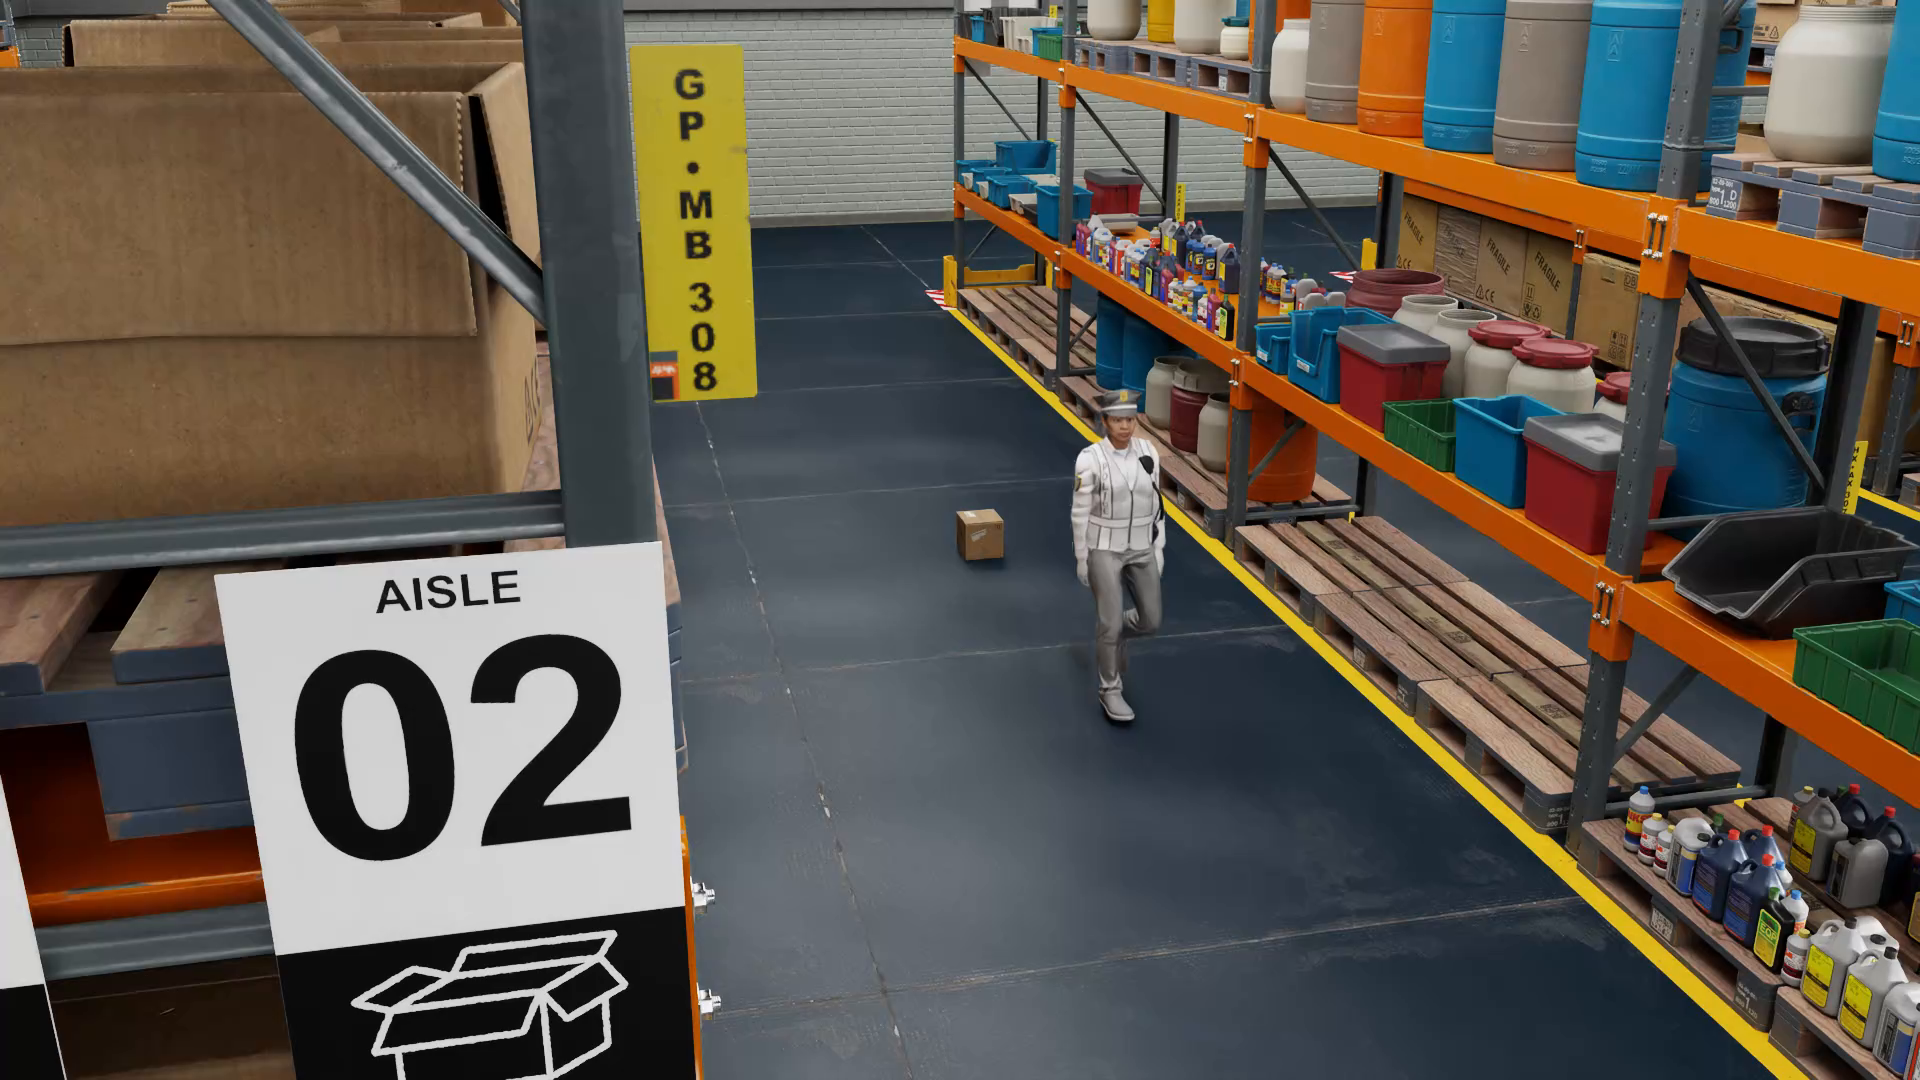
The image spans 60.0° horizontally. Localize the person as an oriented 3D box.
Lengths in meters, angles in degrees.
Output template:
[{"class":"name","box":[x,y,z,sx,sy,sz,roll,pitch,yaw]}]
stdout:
[{"class":"person","box":[0.791,0.038,8.347,0.493,1.677,0.566,-7,21,-18]}]
